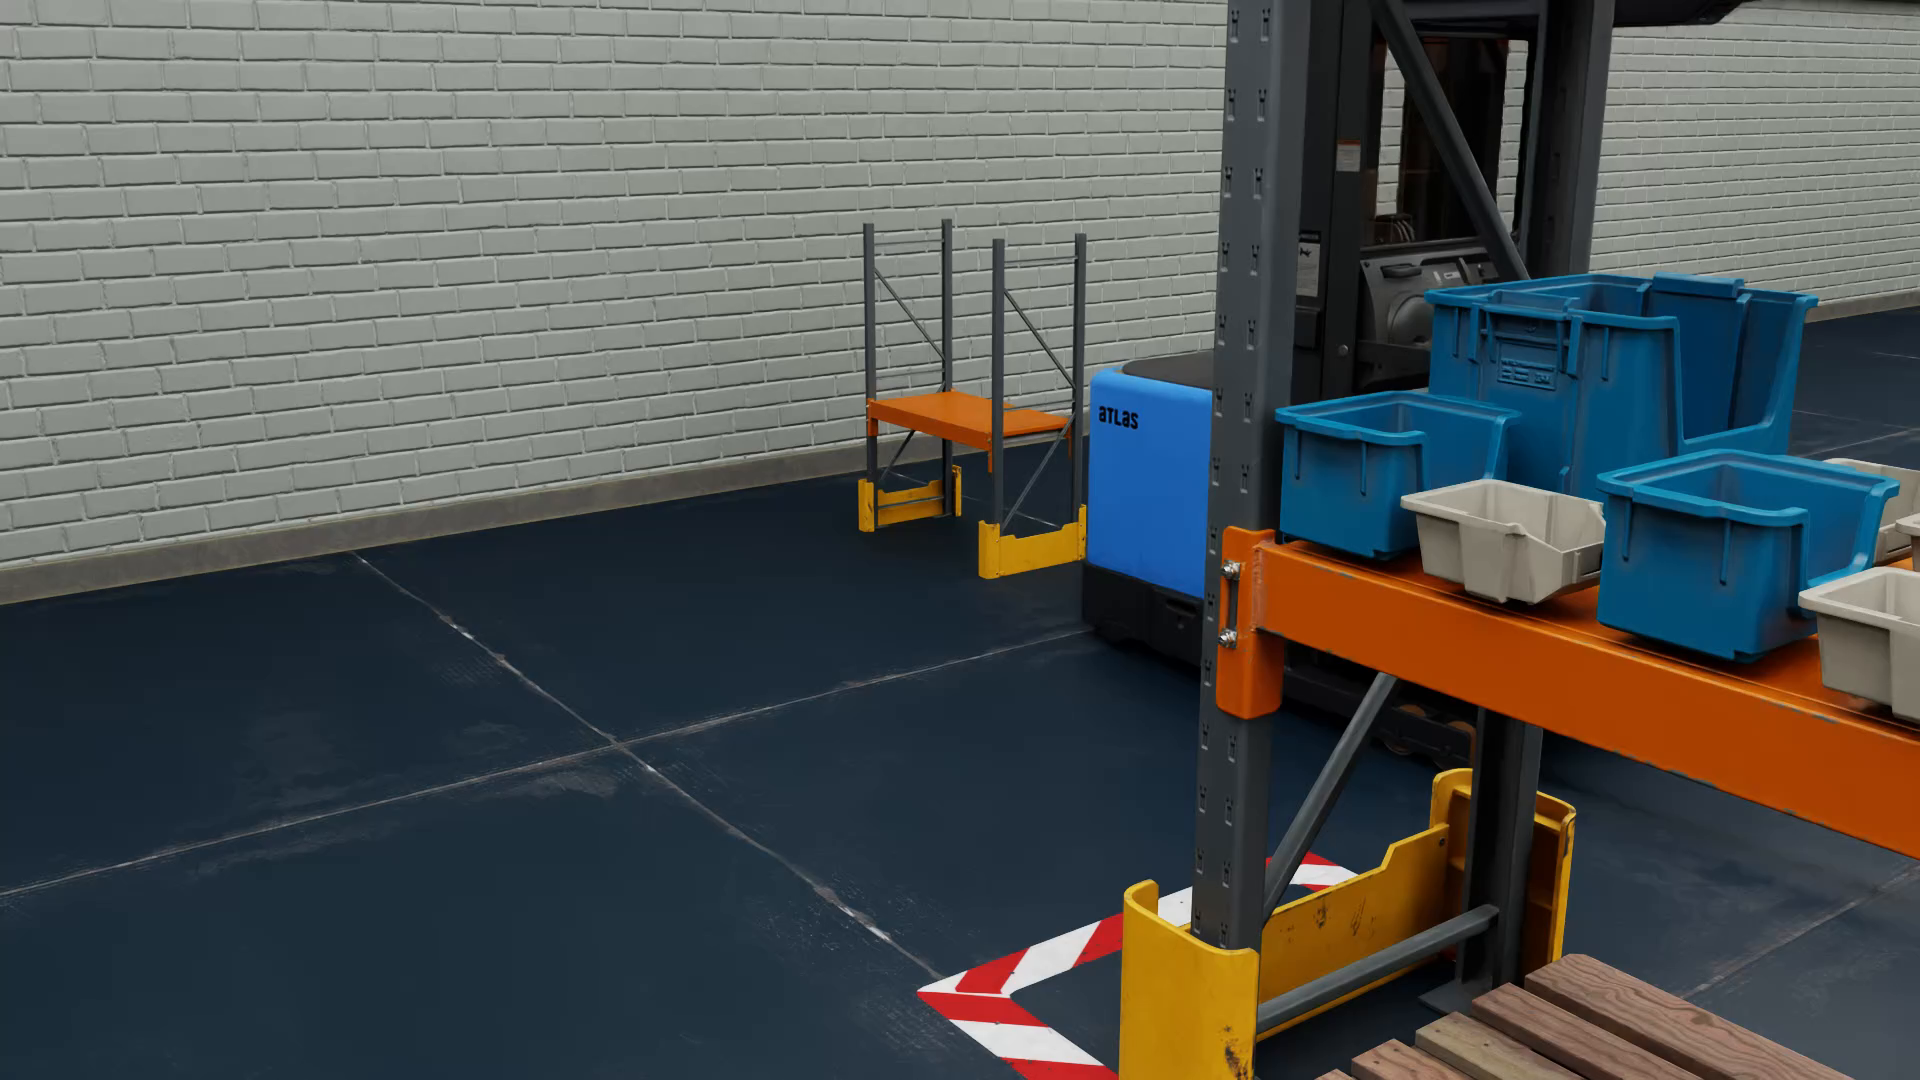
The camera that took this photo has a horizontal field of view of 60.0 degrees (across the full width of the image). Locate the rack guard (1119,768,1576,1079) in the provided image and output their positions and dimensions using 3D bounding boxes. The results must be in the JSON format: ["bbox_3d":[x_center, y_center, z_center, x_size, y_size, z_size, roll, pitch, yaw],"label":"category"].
[{"bbox_3d":[0.890,0.927,3.743,1.175,0.500,0.348,-11,19,-35],"label":"rack guard"}]

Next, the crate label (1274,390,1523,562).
[{"bbox_3d":[0.793,-0.120,3.037,0.416,0.233,0.303,-11,19,-35],"label":"crate label"}]

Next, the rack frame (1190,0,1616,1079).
[{"bbox_3d":[0.914,-0.276,3.402,1.000,3.000,0.127,-11,19,-35],"label":"rack frame"}]

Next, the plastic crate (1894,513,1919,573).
[{"bbox_3d":[1.699,0.033,2.661,0.396,0.136,0.243,-11,19,-35],"label":"plastic crate"}]

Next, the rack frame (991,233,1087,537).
[{"bbox_3d":[0.349,-0.597,7.415,0.500,1.500,0.032,-11,19,-35],"label":"rack frame"}]

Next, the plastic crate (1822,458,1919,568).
[{"bbox_3d":[1.540,-0.032,2.895,0.396,0.136,0.243,-11,19,-35],"label":"plastic crate"}]

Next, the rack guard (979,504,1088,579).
[{"bbox_3d":[0.338,0.002,7.595,0.587,0.250,0.087,-11,19,-35],"label":"rack guard"}]

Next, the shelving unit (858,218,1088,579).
[{"bbox_3d":[0.045,-0.707,7.819,0.587,1.500,1.083,-11,19,-35],"label":"shelving unit"}]

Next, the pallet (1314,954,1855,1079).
[{"bbox_3d":[1.368,1.251,3.105,1.003,0.211,1.213,-11,19,-35],"label":"pallet"}]

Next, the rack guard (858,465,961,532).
[{"bbox_3d":[-0.248,-0.211,8.372,0.587,0.250,0.087,-11,19,-35],"label":"rack guard"}]

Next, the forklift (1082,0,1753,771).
[{"bbox_3d":[1.806,-0.813,5.494,1.130,2.935,3.031,-12,19,-37],"label":"forklift"}]

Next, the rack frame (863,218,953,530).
[{"bbox_3d":[-0.249,-0.814,8.208,0.500,1.500,0.032,-11,19,-35],"label":"rack frame"}]

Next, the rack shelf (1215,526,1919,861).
[{"bbox_3d":[2.090,0.498,1.937,1.077,0.370,4.000,-11,19,-35],"label":"rack shelf"}]

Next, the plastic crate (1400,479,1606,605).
[{"bbox_3d":[0.915,0.008,2.752,0.250,0.136,0.298,-11,19,-35],"label":"plastic crate"}]

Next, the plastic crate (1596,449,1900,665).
[{"bbox_3d":[1.180,0.020,2.523,0.416,0.233,0.300,-11,19,-35],"label":"plastic crate"}]

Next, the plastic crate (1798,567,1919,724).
[{"bbox_3d":[1.314,0.152,2.223,0.250,0.136,0.298,-11,19,-35],"label":"plastic crate"}]

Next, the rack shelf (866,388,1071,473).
[{"bbox_3d":[0.050,-0.532,7.859,0.538,0.185,1.000,-11,19,-35],"label":"rack shelf"}]

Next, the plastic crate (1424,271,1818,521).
[{"bbox_3d":[1.262,-0.279,3.234,0.616,0.435,0.499,-11,19,-35],"label":"plastic crate"}]
